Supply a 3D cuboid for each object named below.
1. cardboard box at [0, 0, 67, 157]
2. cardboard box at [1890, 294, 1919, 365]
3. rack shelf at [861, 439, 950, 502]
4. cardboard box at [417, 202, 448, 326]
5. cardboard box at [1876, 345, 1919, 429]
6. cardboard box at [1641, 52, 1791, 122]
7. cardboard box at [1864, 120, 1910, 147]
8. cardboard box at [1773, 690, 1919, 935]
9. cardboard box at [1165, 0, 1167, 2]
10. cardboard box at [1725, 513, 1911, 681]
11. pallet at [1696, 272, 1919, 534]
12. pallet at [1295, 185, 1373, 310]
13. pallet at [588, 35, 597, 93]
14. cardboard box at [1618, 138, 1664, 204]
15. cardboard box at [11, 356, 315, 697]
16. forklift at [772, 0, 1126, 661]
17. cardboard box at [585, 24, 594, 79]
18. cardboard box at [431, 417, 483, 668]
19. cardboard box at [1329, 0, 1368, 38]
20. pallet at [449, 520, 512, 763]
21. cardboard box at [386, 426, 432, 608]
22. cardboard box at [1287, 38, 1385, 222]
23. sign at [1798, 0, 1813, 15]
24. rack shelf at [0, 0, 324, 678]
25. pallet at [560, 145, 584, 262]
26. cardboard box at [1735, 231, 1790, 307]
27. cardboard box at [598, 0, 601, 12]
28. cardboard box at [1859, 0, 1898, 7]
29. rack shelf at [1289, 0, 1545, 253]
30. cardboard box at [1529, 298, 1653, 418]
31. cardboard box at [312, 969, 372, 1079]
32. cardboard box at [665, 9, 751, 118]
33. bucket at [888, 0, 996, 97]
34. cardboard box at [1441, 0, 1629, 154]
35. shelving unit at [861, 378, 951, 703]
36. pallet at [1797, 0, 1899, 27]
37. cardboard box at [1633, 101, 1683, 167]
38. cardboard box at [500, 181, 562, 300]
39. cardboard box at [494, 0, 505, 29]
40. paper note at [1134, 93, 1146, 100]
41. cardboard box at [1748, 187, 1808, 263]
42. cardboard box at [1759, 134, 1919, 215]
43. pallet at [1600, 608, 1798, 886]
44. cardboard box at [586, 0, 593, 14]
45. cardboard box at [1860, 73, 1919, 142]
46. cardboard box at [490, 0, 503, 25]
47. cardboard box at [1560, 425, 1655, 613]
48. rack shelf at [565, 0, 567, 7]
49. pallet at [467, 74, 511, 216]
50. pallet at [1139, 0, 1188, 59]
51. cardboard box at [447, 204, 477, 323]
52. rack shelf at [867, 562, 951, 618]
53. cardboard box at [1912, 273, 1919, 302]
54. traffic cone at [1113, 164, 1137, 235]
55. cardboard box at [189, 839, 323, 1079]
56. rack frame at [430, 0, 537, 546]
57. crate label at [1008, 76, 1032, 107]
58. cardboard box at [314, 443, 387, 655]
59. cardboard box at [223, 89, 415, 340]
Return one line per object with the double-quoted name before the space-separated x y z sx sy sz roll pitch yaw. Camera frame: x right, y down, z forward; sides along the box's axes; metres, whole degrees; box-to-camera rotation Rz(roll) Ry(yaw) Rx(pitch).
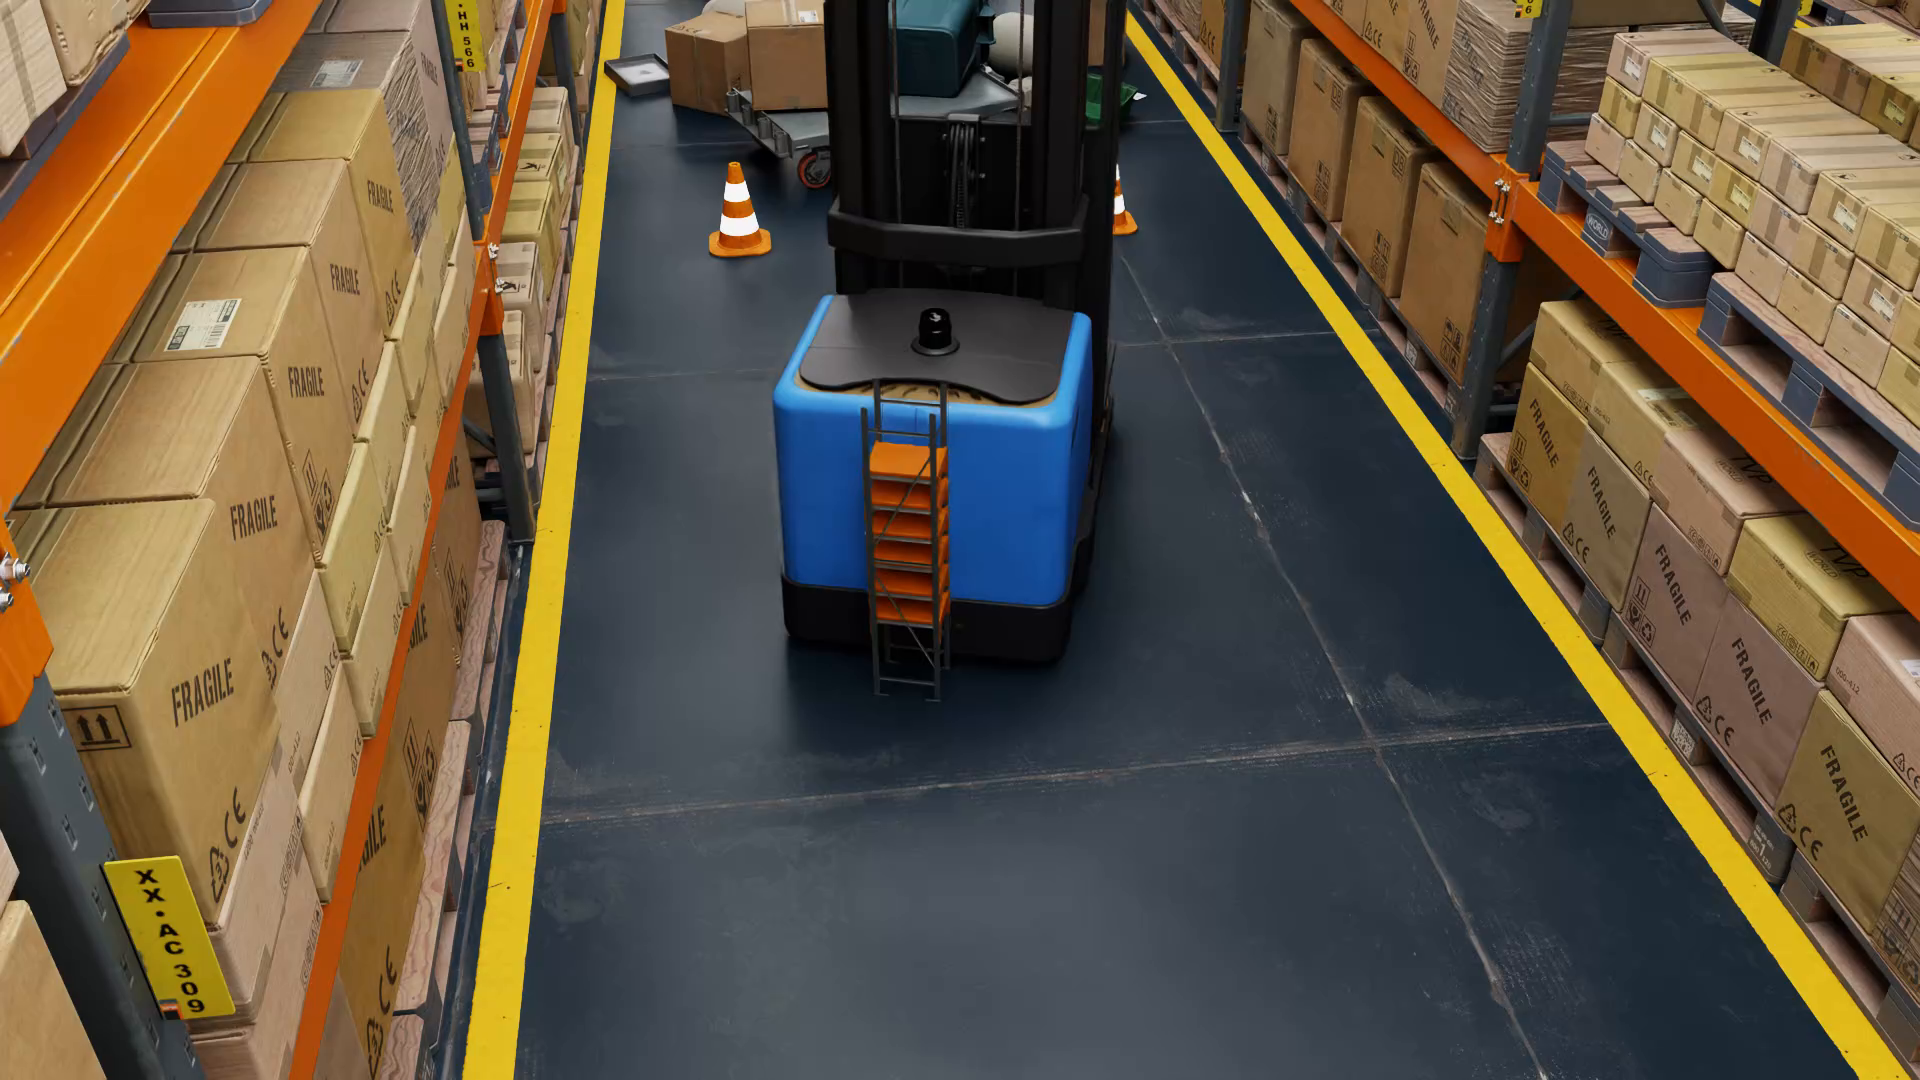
"cardboard box" -1.407 -0.651 2.125 0.396 0.266 0.258 -5 35 -7
"cardboard box" 2.775 -0.554 4.486 0.380 0.149 0.250 -4 35 -6
"rack shelf" -0.176 -0.228 5.454 0.258 0.103 0.180 6 37 8
"cardboard box" -1.835 -0.828 4.991 0.500 0.250 0.500 -5 35 -8
"cardboard box" 2.777 -0.422 4.557 0.380 0.149 0.250 -3 34 -4
"cardboard box" 2.576 -1.545 5.675 0.380 0.149 0.250 -5 35 -8
"cardboard box" 3.261 -1.308 5.591 0.380 0.149 0.250 -4 34 -5
"cardboard box" 2.787 0.760 4.818 0.500 0.500 0.500 -5 35 -8
"cardboard box" 1.868 -4.547 12.272 0.875 0.875 0.875 -5 35 -7
"cardboard box" 2.714 0.152 5.044 0.500 0.250 0.500 -6 35 -8
"pallet" 2.974 -0.471 4.947 1.003 0.211 1.213 -4 35 -6
"pallet" 2.475 -1.624 8.946 1.003 0.211 1.213 -4 35 -6
"pallet" -3.055 -3.354 11.485 1.003 0.211 1.213 -4 35 -6
"cardboard box" 2.563 -1.307 5.854 0.380 0.149 0.250 -3 34 -4
"cardboard box" -1.556 0.008 3.098 0.500 0.500 0.500 -5 35 -7
"forklift" 0.088 -1.594 6.486 1.130 2.935 3.031 5 35 7
"cardboard box" -2.657 -3.136 10.757 0.500 0.250 0.500 -3 34 -4
"cardboard box" -2.214 -0.124 5.782 0.875 0.875 0.875 -5 35 -7
"cardboard box" 2.135 -2.767 8.058 0.500 0.500 0.500 -4 34 -6
"pallet" -2.193 0.378 6.008 1.003 0.211 1.213 -4 35 -6
"cardboard box" -1.666 -0.047 4.289 0.500 0.250 0.500 -5 35 -7
"cardboard box" 2.428 -2.249 9.012 1.050 0.750 0.750 -4 35 -6
"sign" 3.204 -2.144 6.274 0.100 0.325 0.005 -4 35 -6
"rack shelf" -1.955 -1.046 3.597 1.077 0.370 4.000 -4 35 -6
"pallet" -2.656 -1.866 9.300 1.003 0.211 1.213 -4 35 -6
"cardboard box" 2.676 -0.857 5.194 0.380 0.149 0.250 -3 34 -5
"cardboard box" -2.863 -4.001 12.027 0.500 0.250 0.500 -4 35 -6
"cardboard box" 6.798 -4.229 12.139 0.500 0.500 0.500 -7 35 -11
"rack shelf" 2.398 -2.470 8.350 1.077 0.370 4.000 -4 35 -6
"cardboard box" 2.520 -0.699 6.293 0.500 0.250 0.500 -6 35 -9
"cardboard box" -1.849 1.376 3.580 0.875 0.875 0.875 -3 34 -5
"cardboard box" -1.558 -3.121 10.884 0.500 0.500 0.500 20 39 26
"bucket" -0.174 -3.060 10.134 0.726 0.611 0.620 7 45 10
"cardboard box" 2.341 -1.924 6.821 0.500 0.500 0.500 -4 35 -6
"shelving unit" -0.175 0.027 5.640 0.258 1.200 0.189 6 37 8
"pallet" 6.765 -4.105 12.586 1.003 0.211 1.213 -4 35 -6
"cardboard box" 2.572 -1.408 5.739 0.380 0.149 0.250 -3 34 -4
"cardboard box" -2.494 -1.459 8.187 0.950 0.372 0.625 -3 34 -5
"cardboard box" -2.253 -2.391 7.445 0.380 0.149 0.250 -3 34 -5
"paper note" 1.142 -2.964 11.071 0.142 0.020 0.147 27 43 34
"cardboard box" 2.678 -0.980 5.110 0.380 0.149 0.250 -4 35 -6
"cardboard box" 2.678 -1.109 5.035 0.380 0.149 0.250 -3 34 -4
"pallet" 2.932 0.616 5.658 1.003 0.211 1.213 -4 35 -6
"cardboard box" -2.726 -3.737 10.972 0.500 0.500 0.500 -3 34 -4
"cardboard box" 3.254 -1.442 5.524 0.380 0.149 0.250 -3 34 -5
"cardboard box" -2.210 -2.413 6.901 0.500 0.500 0.500 -4 34 -6
"cardboard box" 2.581 -0.098 6.077 0.500 0.500 0.500 -4 34 -6
"rack shelf" -3.031 -4.271 10.993 1.077 0.370 4.000 -4 35 -6
"pallet" -2.426 -1.531 6.503 1.213 0.211 1.003 -4 35 -6
"pallet" 1.937 -3.844 12.203 1.003 0.211 1.213 -4 35 -6
"cardboard box" -1.899 -0.896 5.534 0.500 0.250 0.500 -6 35 -8
"rack shelf" -0.174 0.160 5.737 0.258 0.103 0.180 6 37 8
"cardboard box" 2.783 -0.672 4.394 0.380 0.149 0.250 -6 35 -9
"traffic cone" 0.813 -1.973 9.234 0.336 0.463 0.334 -4 35 -6
"cardboard box" -1.484 0.808 3.033 0.500 0.250 0.500 -5 35 -7
"rack frame" -2.224 -1.220 5.877 1.000 3.000 0.127 -4 35 -6
"crate label" 0.452 -2.953 10.961 0.250 0.136 0.298 27 43 34
"cardboard box" -1.605 0.028 3.735 0.500 0.250 0.500 -4 34 -6
"cardboard box" -1.758 -0.843 4.346 0.500 0.500 0.500 -4 35 -6
